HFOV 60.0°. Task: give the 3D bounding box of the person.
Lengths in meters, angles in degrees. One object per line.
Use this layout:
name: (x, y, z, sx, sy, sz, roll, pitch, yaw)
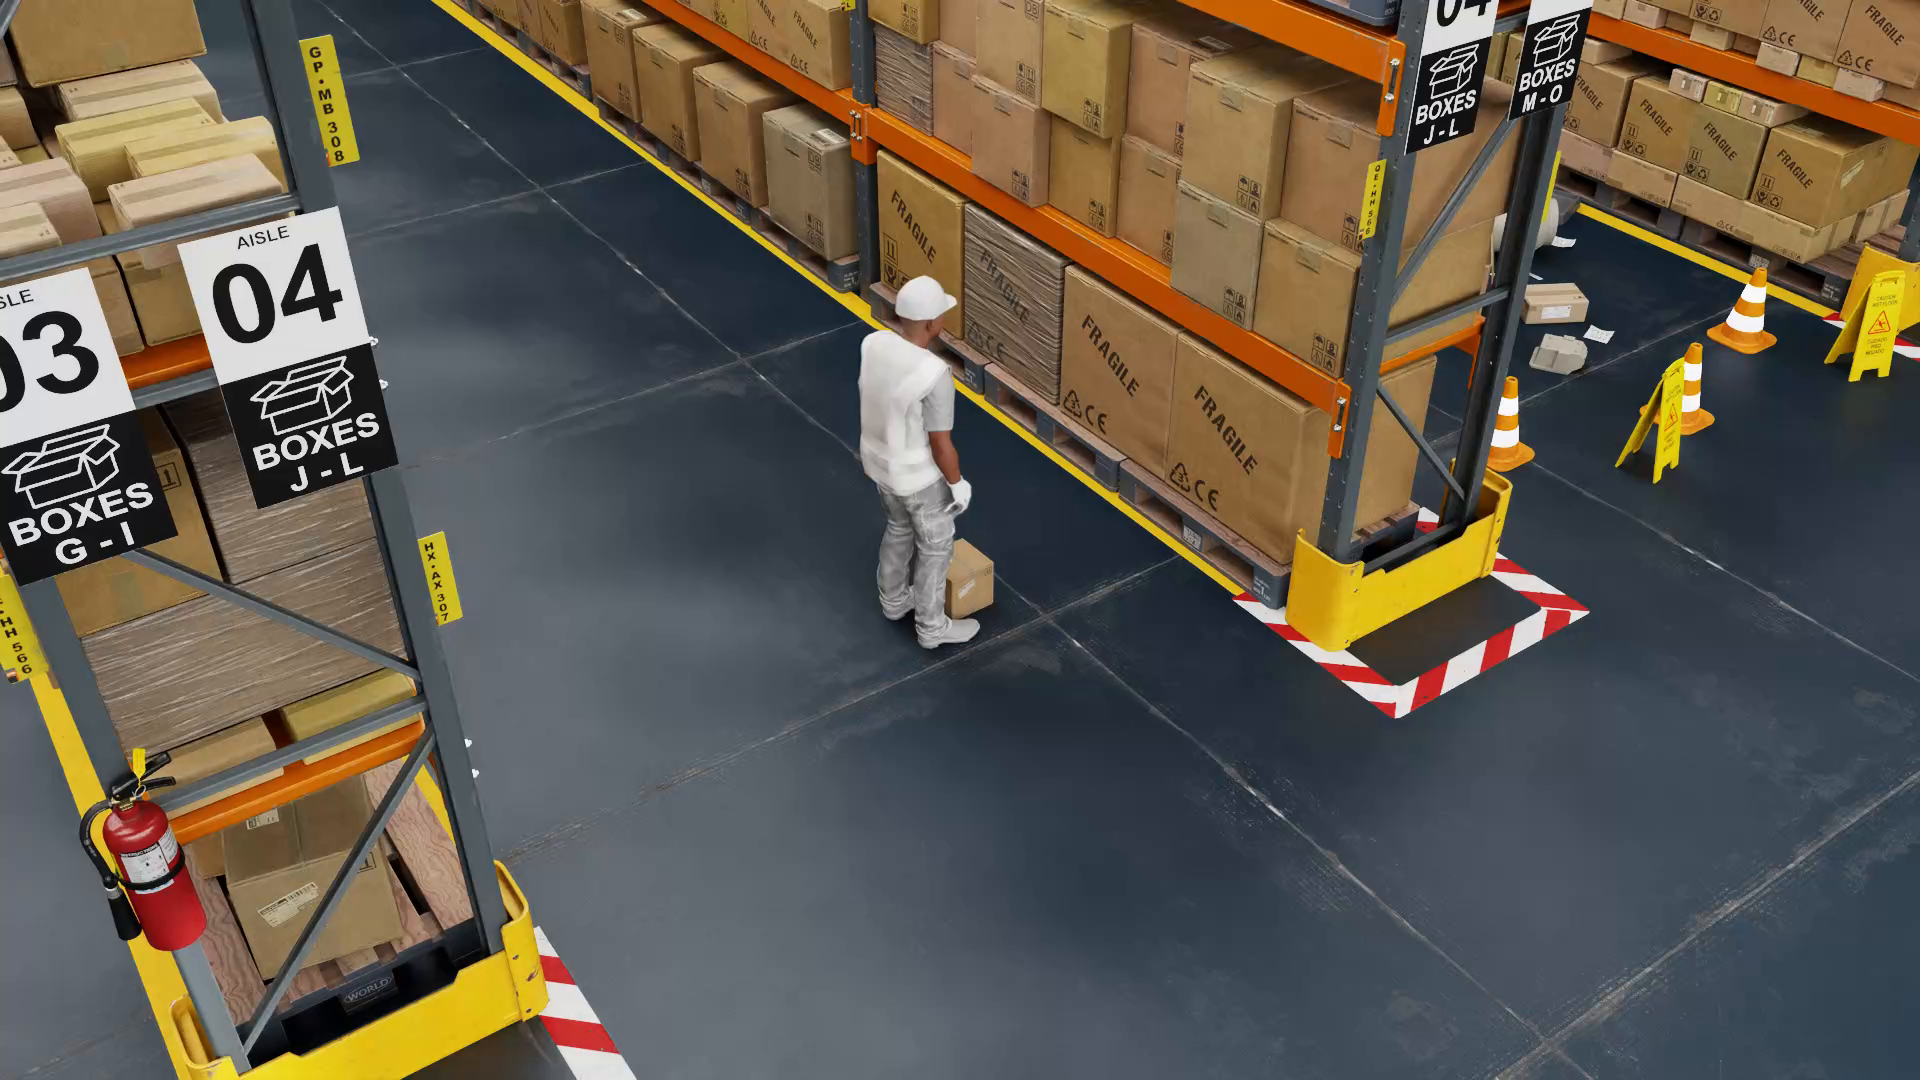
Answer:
person: (-0.198, -0.344, 7.466, 0.447, 1.774, 0.633, -24, 42, -29)
